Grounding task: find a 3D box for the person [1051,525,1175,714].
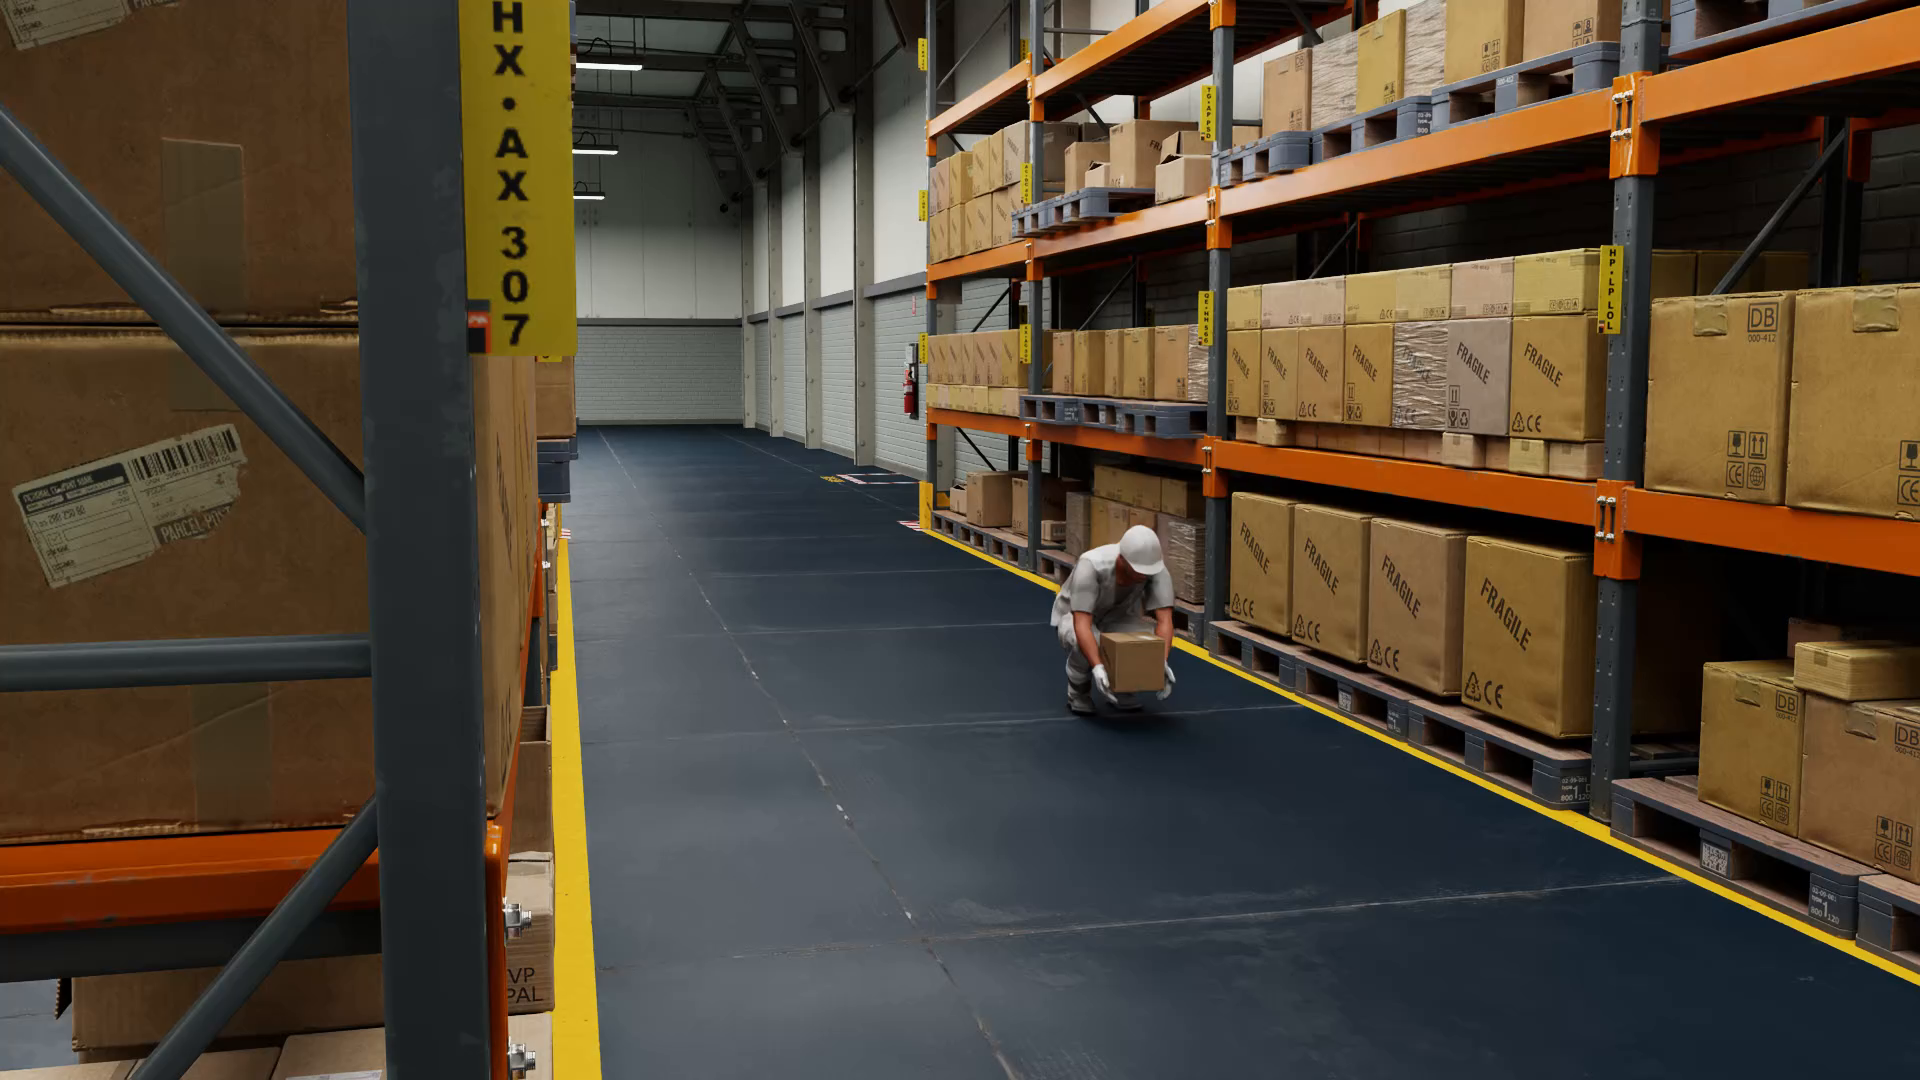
[{"bbox_3d":[0.779,0.393,8.397,0.565,0.990,0.882,-1,6,-14],"label":"person"}]
